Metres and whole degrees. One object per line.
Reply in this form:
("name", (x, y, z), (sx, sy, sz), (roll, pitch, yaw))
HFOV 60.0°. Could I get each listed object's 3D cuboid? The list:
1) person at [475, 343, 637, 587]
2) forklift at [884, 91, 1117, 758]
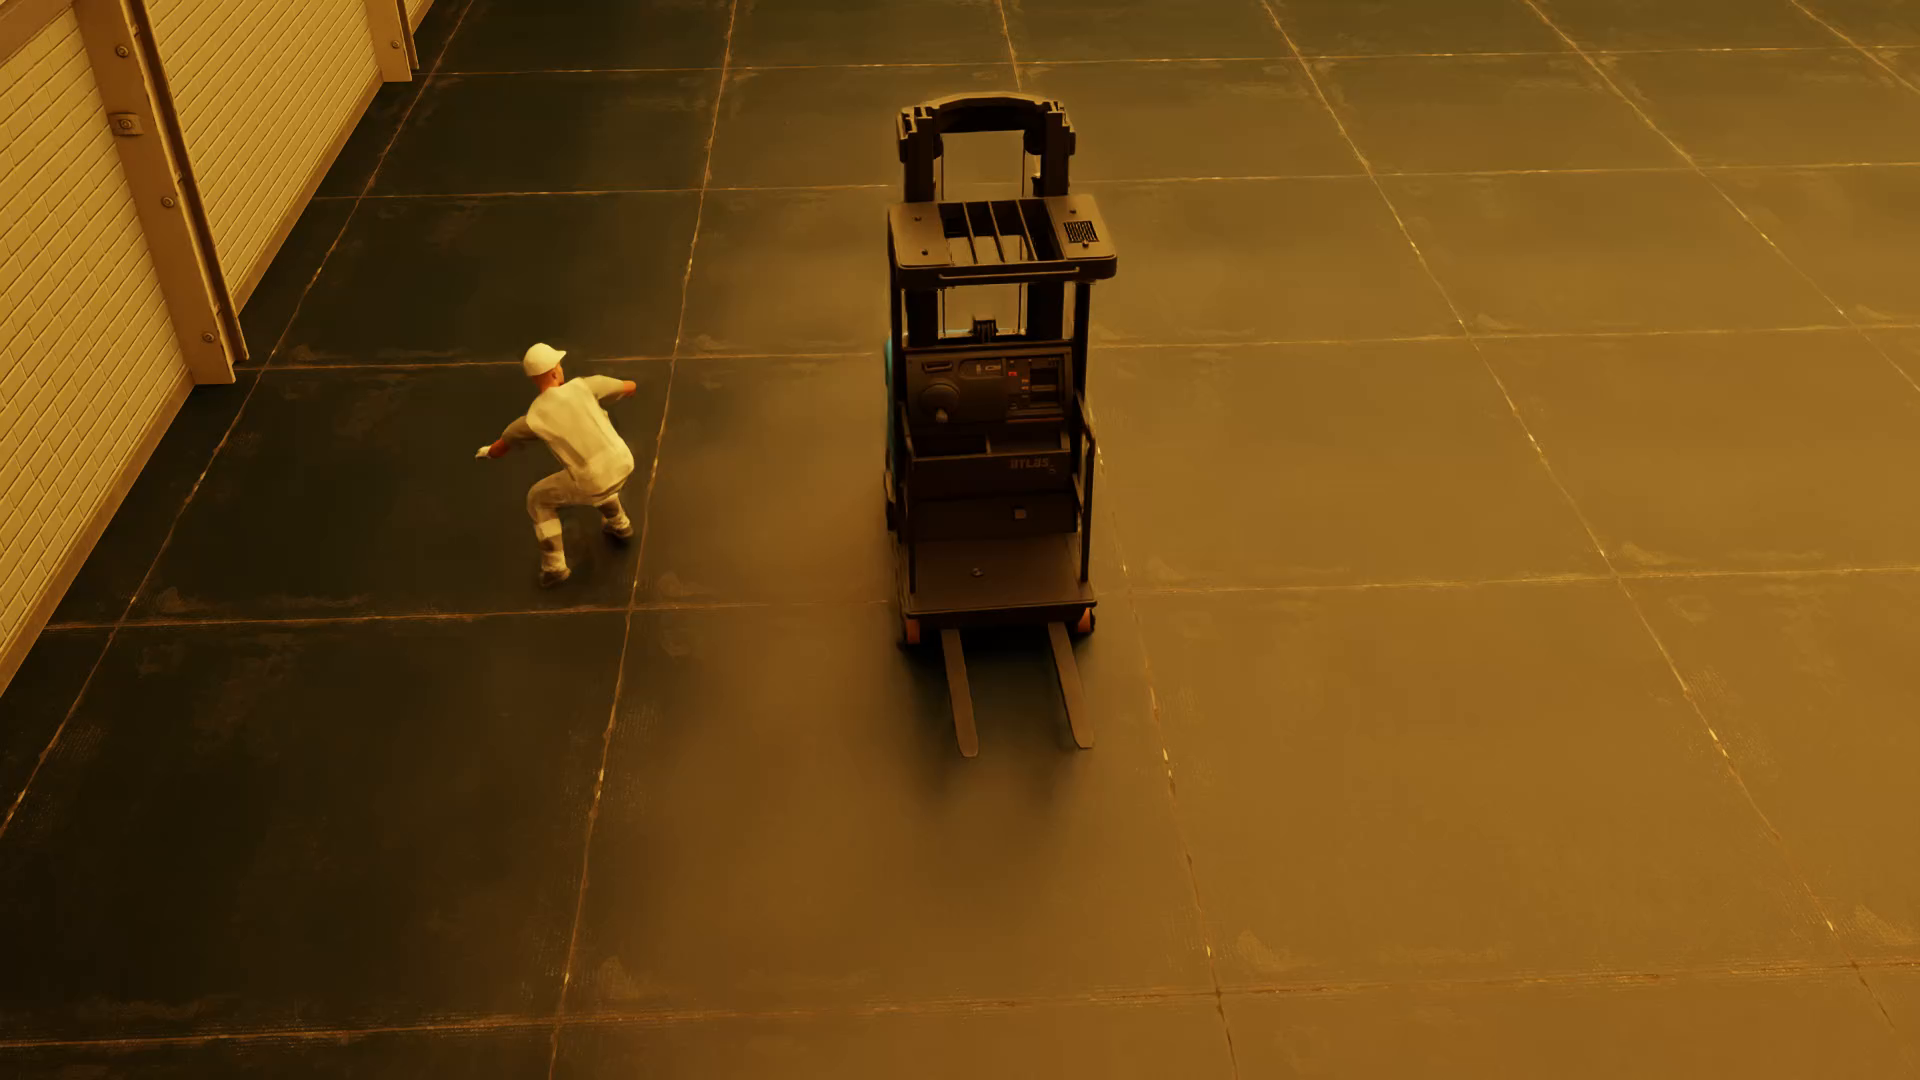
("person", (-2.355, -0.521, 9.958), (0.804, 1.514, 0.903), (-30, 46, -35))
("forklift", (0.190, -0.790, 9.096), (1.130, 2.935, 3.031), (-4, 36, -5))
